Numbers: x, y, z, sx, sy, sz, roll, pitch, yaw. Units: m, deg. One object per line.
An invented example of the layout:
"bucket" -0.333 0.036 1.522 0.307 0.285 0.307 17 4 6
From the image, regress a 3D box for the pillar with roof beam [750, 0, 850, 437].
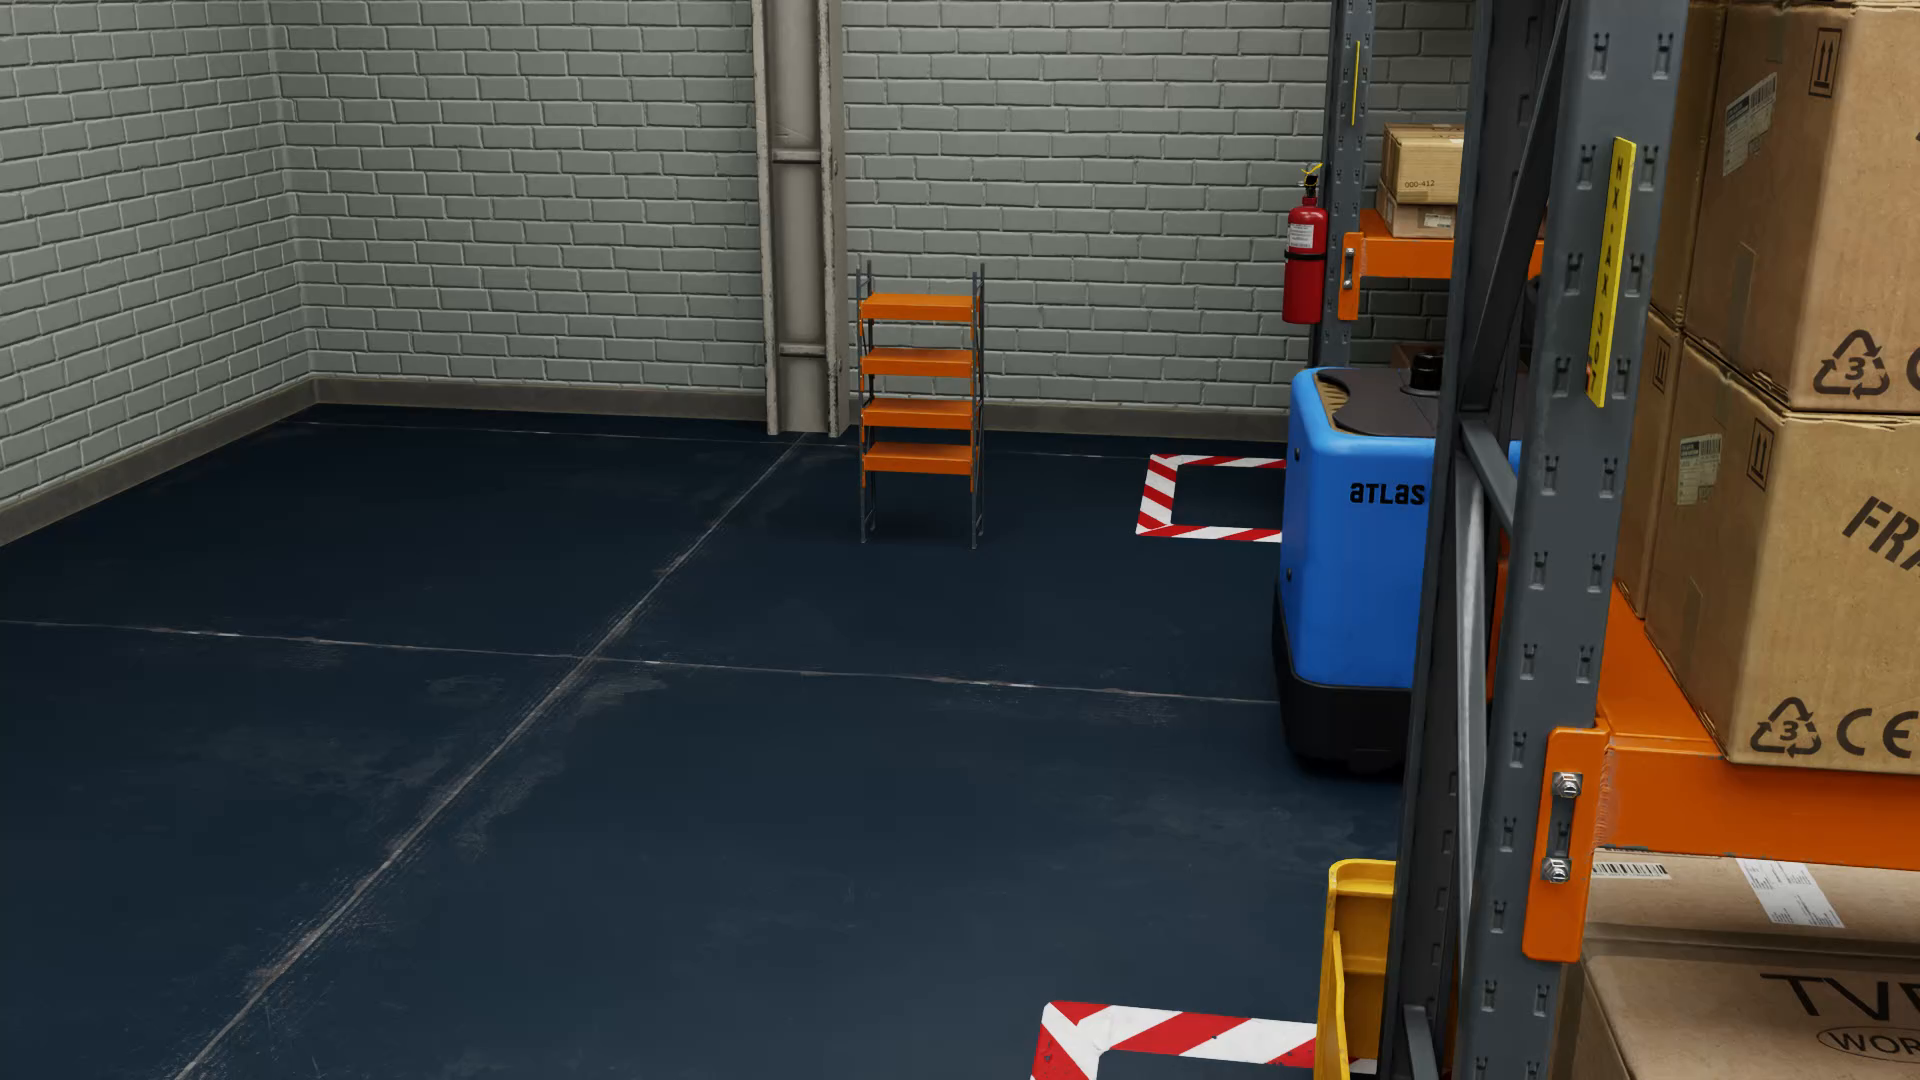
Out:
"pillar with roof beam" -1.510 -3.530 3.670 0.400 9.000 9.100 3 19 9

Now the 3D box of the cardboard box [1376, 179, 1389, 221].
"cardboard box" 2.062 -1.564 7.645 0.250 0.149 0.380 3 19 8

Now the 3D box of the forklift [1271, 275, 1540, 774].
"forklift" 2.572 -0.764 4.967 3.031 2.935 1.130 2 19 7

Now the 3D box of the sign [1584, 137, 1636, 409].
"sign" 0.814 -0.335 2.087 0.005 0.325 0.100 3 19 9

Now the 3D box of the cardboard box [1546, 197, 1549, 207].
"cardboard box" 2.595 -1.553 6.984 0.500 0.250 0.500 3 19 9

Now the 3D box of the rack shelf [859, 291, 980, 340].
"rack shelf" -0.163 -0.950 7.013 0.480 0.148 0.258 3 19 9

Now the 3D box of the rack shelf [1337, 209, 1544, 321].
"rack shelf" 3.667 -1.174 7.217 4.000 0.370 1.077 3 19 9

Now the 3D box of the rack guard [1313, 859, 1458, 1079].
"rack guard" 0.885 1.124 3.156 0.348 0.500 1.175 3 19 9

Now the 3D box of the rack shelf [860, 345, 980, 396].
"rack shelf" -0.163 -0.726 7.088 0.480 0.148 0.258 3 19 9

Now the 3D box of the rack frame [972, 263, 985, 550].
"rack frame" 0.077 -0.565 7.101 0.015 1.200 0.240 3 19 9

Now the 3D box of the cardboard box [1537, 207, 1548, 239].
"cardboard box" 2.496 -1.393 7.135 0.250 0.149 0.380 3 19 8

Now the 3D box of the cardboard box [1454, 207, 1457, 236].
"cardboard box" 2.232 -1.395 7.142 0.250 0.149 0.380 3 19 10

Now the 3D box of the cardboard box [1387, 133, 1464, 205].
"cardboard box" 2.097 -1.578 7.060 0.500 0.250 0.500 3 19 9

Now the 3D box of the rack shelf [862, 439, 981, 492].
"rack shelf" -0.163 -0.325 7.222 0.480 0.148 0.258 3 19 9

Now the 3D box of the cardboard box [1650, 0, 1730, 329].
"cardboard box" 1.422 -0.632 2.731 0.500 0.500 0.500 4 19 10

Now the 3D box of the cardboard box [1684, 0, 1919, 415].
"cardboard box" 1.337 -0.468 2.242 0.500 0.500 0.500 3 19 7

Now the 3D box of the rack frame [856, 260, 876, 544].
"rack frame" -0.404 -0.590 7.174 0.015 1.200 0.240 3 19 9

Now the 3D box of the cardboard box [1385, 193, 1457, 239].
"cardboard box" 1.973 -1.394 7.137 0.250 0.149 0.380 3 19 8

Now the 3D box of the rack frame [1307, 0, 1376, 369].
"rack frame" 1.692 -1.615 7.404 0.127 3.000 1.000 3 19 9

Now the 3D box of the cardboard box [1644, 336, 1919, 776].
"cardboard box" 1.337 0.007 2.399 0.500 0.500 0.500 3 19 8

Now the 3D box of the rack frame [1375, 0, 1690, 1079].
"rack frame" 0.908 -0.060 2.755 0.127 3.000 1.000 3 19 9

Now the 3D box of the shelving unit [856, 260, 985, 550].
"shelving unit" -0.163 -0.577 7.138 0.503 1.200 0.258 3 19 9

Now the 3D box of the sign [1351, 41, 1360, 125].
"sign" 1.606 -1.856 6.758 0.005 0.325 0.100 3 19 9

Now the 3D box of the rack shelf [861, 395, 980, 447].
"rack shelf" -0.163 -0.514 7.159 0.480 0.148 0.258 3 19 9

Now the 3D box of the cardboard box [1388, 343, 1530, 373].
"cardboard box" 2.281 -0.570 7.552 0.637 0.503 0.797 2 19 6

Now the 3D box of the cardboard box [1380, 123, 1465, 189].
"cardboard box" 2.188 -1.745 7.559 0.500 0.250 0.500 3 19 10

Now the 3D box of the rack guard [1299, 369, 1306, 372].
"rack guard" 1.767 -0.426 7.789 0.348 0.500 1.175 3 19 9

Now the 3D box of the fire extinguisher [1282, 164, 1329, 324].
"fire extinguisher" 1.473 -1.264 7.064 0.183 0.674 0.296 3 19 9

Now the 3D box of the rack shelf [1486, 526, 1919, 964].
"rack shelf" 2.883 0.382 2.569 4.000 0.370 1.077 3 19 9

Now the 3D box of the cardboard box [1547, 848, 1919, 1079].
"cardboard box" 1.576 0.958 3.090 0.875 0.438 0.875 2 19 7

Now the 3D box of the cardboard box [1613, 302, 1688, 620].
"cardboard box" 1.427 -0.166 2.915 0.500 0.500 0.500 3 19 9
